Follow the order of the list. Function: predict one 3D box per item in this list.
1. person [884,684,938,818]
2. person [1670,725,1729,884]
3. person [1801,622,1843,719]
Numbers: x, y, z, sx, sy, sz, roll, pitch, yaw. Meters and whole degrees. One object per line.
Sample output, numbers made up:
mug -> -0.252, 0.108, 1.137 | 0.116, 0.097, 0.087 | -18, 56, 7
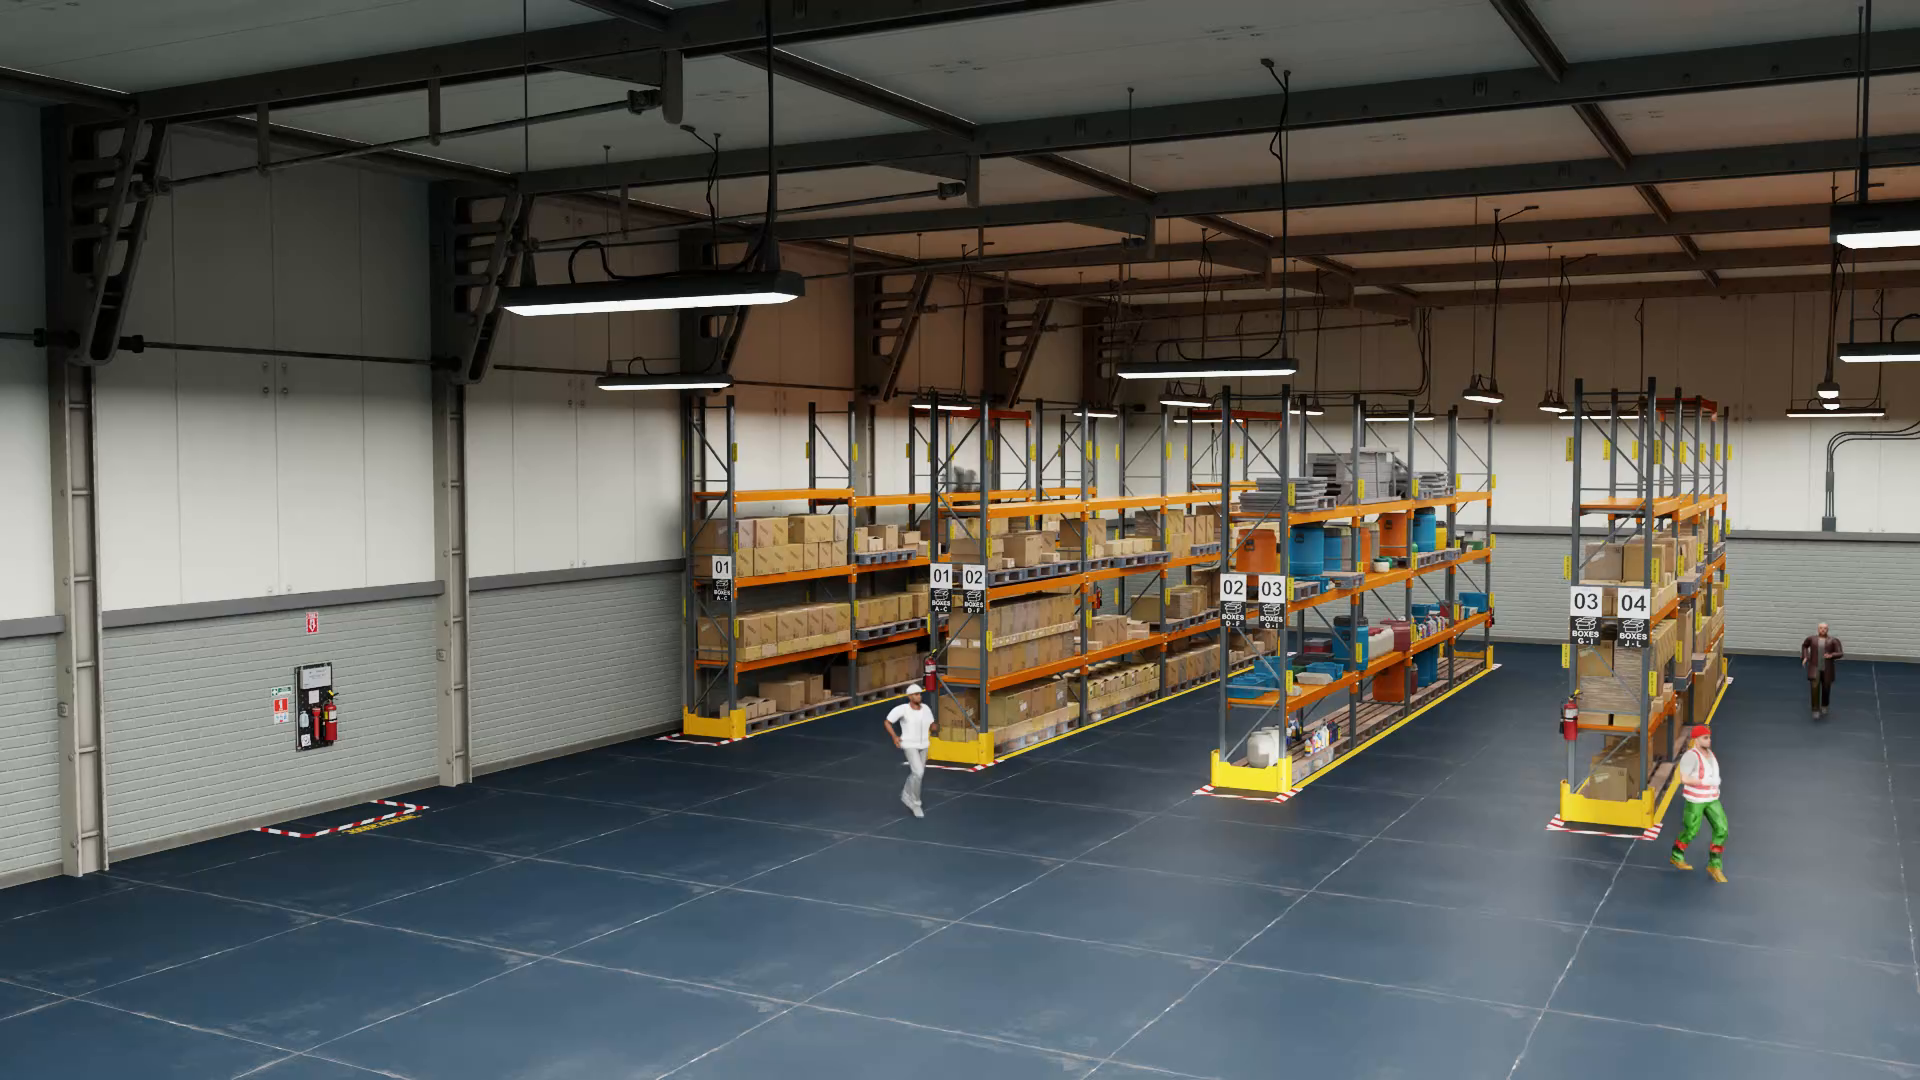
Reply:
person -> -0.625, 2.911, 23.066 | 0.675, 1.830, 0.722 | -2, 4, -39
person -> 8.674, 3.084, 19.496 | 0.633, 1.848, 0.793 | -1, 3, -21
person -> 16.204, 2.434, 31.278 | 0.705, 1.775, 1.034 | 2, 3, 29
